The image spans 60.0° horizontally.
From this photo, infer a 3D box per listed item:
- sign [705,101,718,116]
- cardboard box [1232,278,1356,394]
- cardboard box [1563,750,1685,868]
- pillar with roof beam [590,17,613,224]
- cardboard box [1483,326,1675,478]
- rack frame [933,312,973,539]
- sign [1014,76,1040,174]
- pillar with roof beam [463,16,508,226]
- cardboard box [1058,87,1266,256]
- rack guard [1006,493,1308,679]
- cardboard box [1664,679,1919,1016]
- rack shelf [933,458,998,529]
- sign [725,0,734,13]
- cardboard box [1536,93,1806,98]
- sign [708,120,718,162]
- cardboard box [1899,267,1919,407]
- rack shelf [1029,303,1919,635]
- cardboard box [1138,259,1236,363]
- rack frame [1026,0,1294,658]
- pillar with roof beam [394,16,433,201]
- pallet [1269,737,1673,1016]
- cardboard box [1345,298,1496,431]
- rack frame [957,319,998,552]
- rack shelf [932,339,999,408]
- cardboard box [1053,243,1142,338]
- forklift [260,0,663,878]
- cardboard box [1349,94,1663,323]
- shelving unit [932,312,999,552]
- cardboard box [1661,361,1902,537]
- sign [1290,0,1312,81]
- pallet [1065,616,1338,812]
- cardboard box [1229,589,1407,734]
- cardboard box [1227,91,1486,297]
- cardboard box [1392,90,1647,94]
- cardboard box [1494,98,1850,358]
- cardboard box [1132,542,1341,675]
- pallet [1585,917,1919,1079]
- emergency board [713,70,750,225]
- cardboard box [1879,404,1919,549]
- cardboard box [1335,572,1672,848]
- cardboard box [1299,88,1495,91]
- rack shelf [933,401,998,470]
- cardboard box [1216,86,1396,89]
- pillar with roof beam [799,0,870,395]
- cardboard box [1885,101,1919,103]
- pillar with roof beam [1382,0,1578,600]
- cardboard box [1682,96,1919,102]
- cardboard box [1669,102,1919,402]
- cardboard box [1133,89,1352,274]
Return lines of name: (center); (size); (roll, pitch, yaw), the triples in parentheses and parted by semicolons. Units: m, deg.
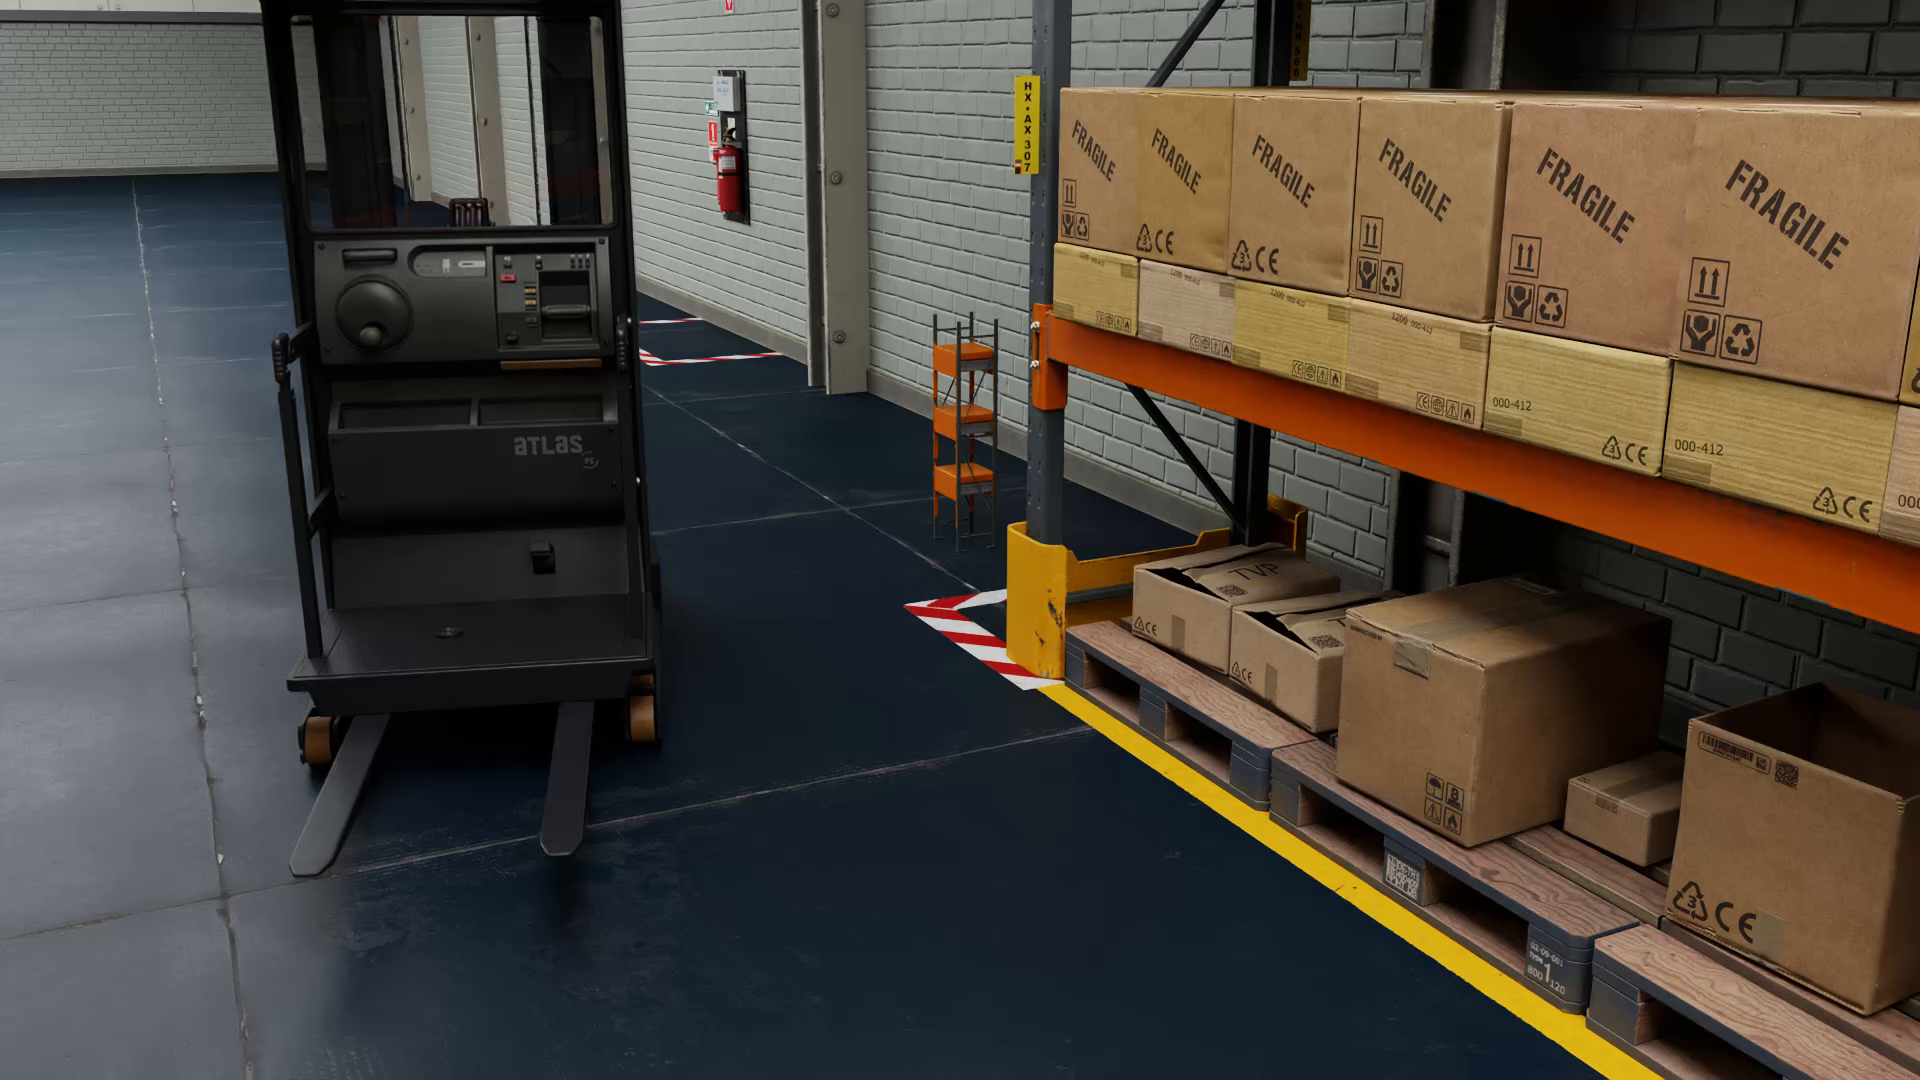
sign: (-2.028, -3.520, 13.553); (0.001, 0.109, 0.331); (-8, 18, -25)
cardboard box: (1.106, -0.589, 4.600); (0.500, 0.250, 0.500); (-8, 18, -26)
cardboard box: (1.789, 0.687, 4.289); (0.380, 0.149, 0.250); (-9, 18, -29)
pillar with roof beam: (-7.323, -6.334, 13.510); (9.100, 9.000, 0.400); (-8, 18, -25)
cardboard box: (1.547, -0.339, 3.728); (0.500, 0.250, 0.500); (-8, 18, -25)
rack frame: (-0.030, -0.522, 7.665); (0.200, 1.050, 0.008); (-8, 18, -25)
sign: (0.232, -1.415, 5.675); (0.100, 0.325, 0.005); (-8, 18, -25)
pillar with roof beam: (-9.952, -7.822, 18.695); (9.100, 9.000, 0.400); (-8, 18, -25)
cardboard box: (0.659, -1.208, 5.398); (0.500, 0.500, 0.500); (-8, 18, -25)
rack guard: (0.753, 0.156, 6.302); (1.175, 0.500, 0.348); (-8, 18, -25)
cardboard box: (1.981, 0.665, 3.730); (0.500, 0.500, 0.500); (-9, 18, -29)
rack shelf: (0.023, -0.214, 7.639); (0.215, 0.259, 0.240); (-8, 18, -25)
sign: (-1.787, -4.229, 12.847); (0.001, 0.298, 0.199); (-8, 18, -25)
cardboard box: (1.780, -0.893, 4.300); (0.500, 0.500, 0.500); (-7, 18, -24)
sign: (-2.022, -3.267, 13.634); (0.001, 0.329, 0.234); (-8, 18, -25)
cardboard box: (1.987, -0.451, 2.759); (0.500, 0.500, 0.500); (-8, 18, -25)
rack shelf: (1.596, -0.223, 4.394); (1.077, 0.370, 4.000); (-8, 18, -25)
cardboard box: (0.888, -0.716, 5.042); (0.500, 0.250, 0.500); (-8, 18, -27)
rack frame: (0.720, -1.065, 6.023); (1.000, 3.000, 0.127); (-8, 18, -25)
pillar with roof beam: (-12.580, -9.310, 23.879); (9.100, 9.000, 0.400); (-8, 18, -25)
pallet: (1.608, 0.802, 4.572); (1.003, 0.211, 1.213); (-8, 18, -25)
cardboard box: (1.326, -0.463, 4.162); (0.500, 0.250, 0.500); (-7, 18, -24)
rack frame: (0.077, -0.461, 7.454); (0.200, 1.050, 0.008); (-8, 18, -25)
rack shelf: (0.023, -0.754, 7.484); (0.215, 0.259, 0.240); (-8, 18, -25)
cardboard box: (0.648, -0.843, 5.485); (0.500, 0.250, 0.500); (-8, 18, -27)
forklift: (-1.572, -0.799, 5.220); (1.130, 2.935, 3.031); (-3, 16, -10)
cardboard box: (1.324, -0.829, 4.077); (0.500, 0.500, 0.500); (-7, 17, -23)
shelving unit: (0.023, -0.491, 7.560); (0.215, 1.050, 0.252); (-8, 18, -25)
cardboard box: (1.781, -0.216, 3.300); (0.500, 0.250, 0.500); (-8, 18, -25)
sign: (1.227, -1.835, 6.036); (0.100, 0.325, 0.005); (-8, 18, -25)
pallet: (1.077, 0.500, 5.625); (1.003, 0.211, 1.213); (-8, 18, -25)
cardboard box: (1.192, 0.340, 5.204); (0.500, 0.311, 0.500); (-6, 17, -20)
cardboard box: (1.087, -0.955, 4.518); (0.500, 0.500, 0.500); (-8, 18, -27)
cardboard box: (1.559, -1.018, 4.735); (0.500, 0.500, 0.500); (-8, 18, -26)
cardboard box: (1.552, -0.700, 3.628); (0.500, 0.500, 0.500); (-8, 18, -26)
cardboard box: (0.942, 0.199, 5.697); (0.500, 0.311, 0.500); (-10, 19, -31)
pallet: (2.146, 1.105, 3.516); (1.003, 0.211, 1.213); (-8, 18, -25)
emergency board: (-1.873, -3.101, 13.118); (0.194, 1.169, 0.643); (-8, 18, -25)
cardboard box: (1.992, -0.091, 2.866); (0.500, 0.250, 0.500); (-8, 18, -25)
cardboard box: (1.468, 0.437, 4.523); (0.700, 0.500, 0.500); (-9, 18, -28)
cardboard box: (1.329, -1.145, 5.180); (0.500, 0.500, 0.500); (-7, 18, -24)
rack shelf: (0.023, -0.481, 7.563); (0.215, 0.259, 0.240); (-8, 18, -25)
cardboard box: (1.117, -1.271, 5.619); (0.500, 0.500, 0.500); (-8, 18, -26)
pillar with roof beam: (-4.695, -4.847, 8.326); (9.100, 9.000, 0.400); (-8, 18, -25)
cardboard box: (2.231, -0.641, 3.423); (0.500, 0.500, 0.500); (-8, 18, -25)
pillar with roof beam: (-2.066, -3.359, 3.142); (9.100, 9.000, 0.400); (-8, 18, -25)
cardboard box: (2.017, -0.766, 3.856); (0.500, 0.500, 0.500); (-7, 17, -23)
cardboard box: (1.763, -0.574, 3.188); (0.500, 0.500, 0.500); (-8, 18, -25)
cardboard box: (0.866, -1.084, 4.967); (0.500, 0.500, 0.500); (-8, 18, -25)
